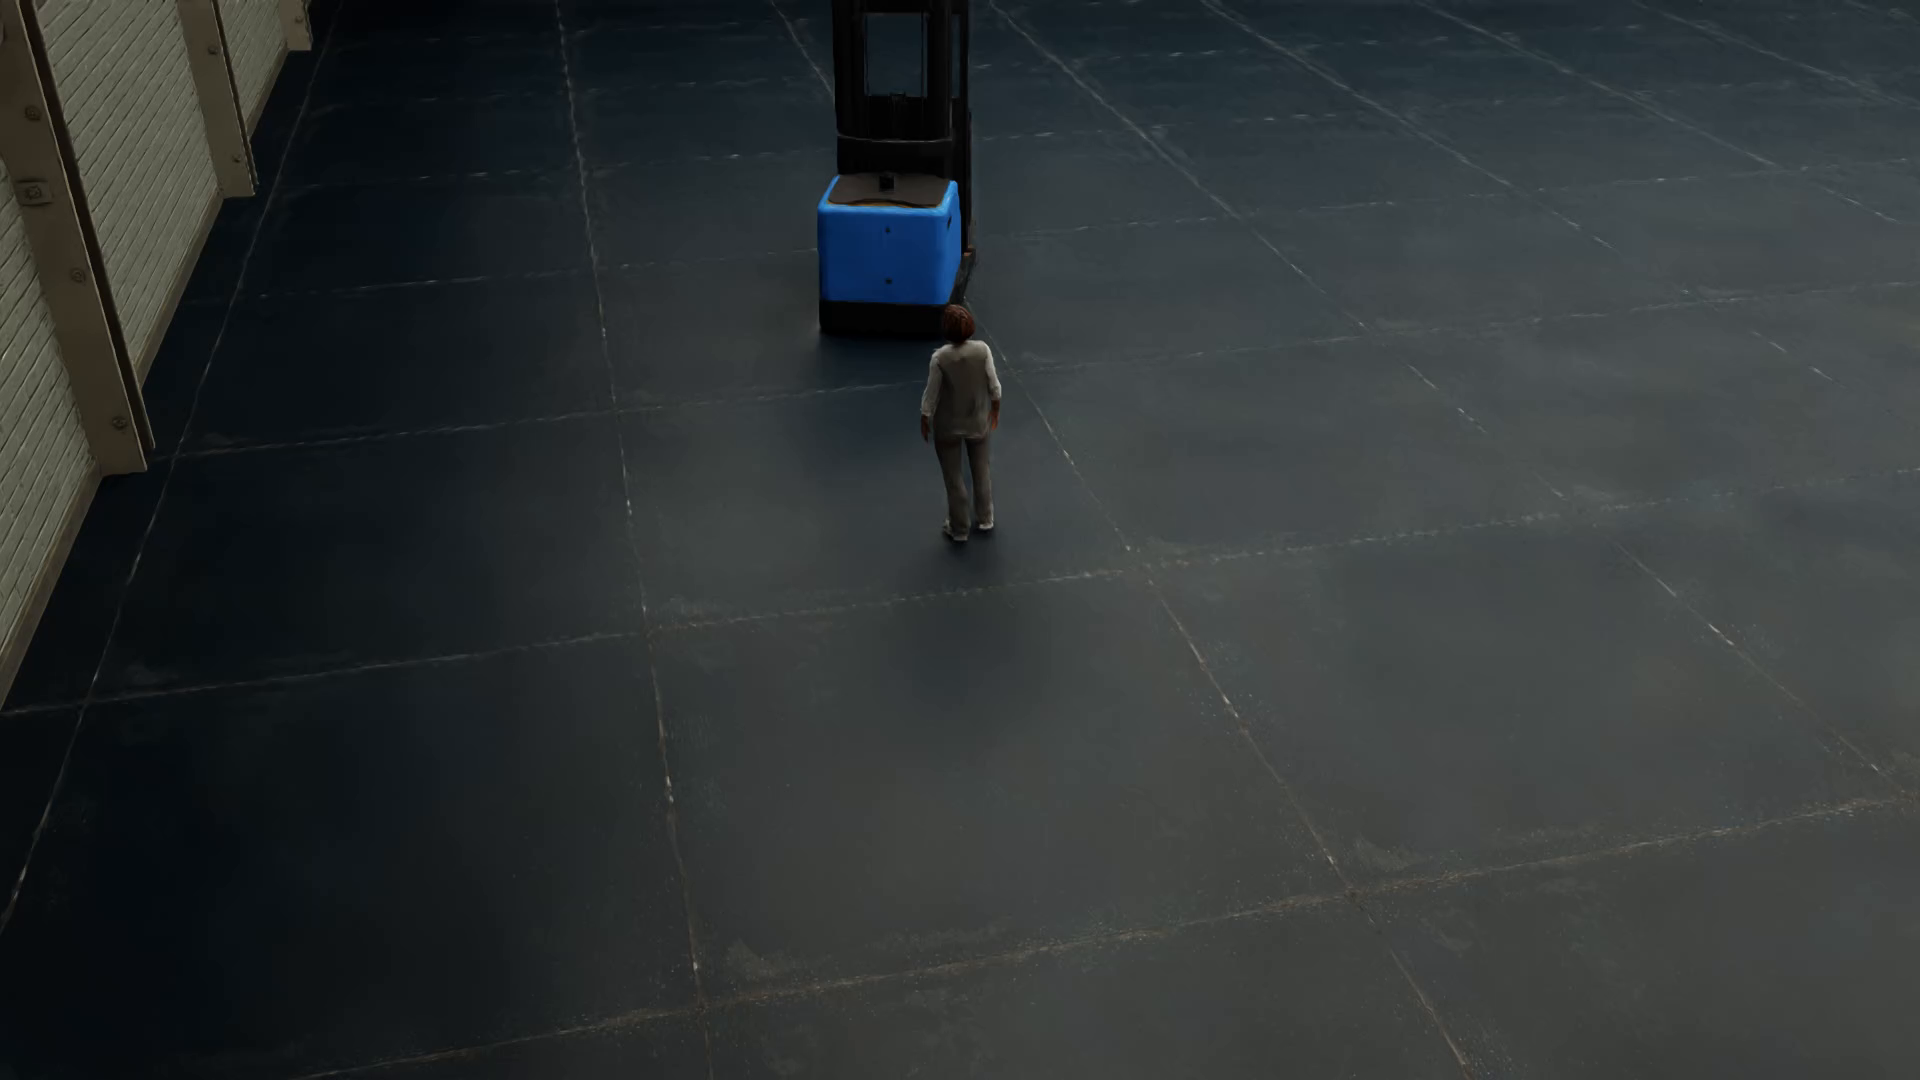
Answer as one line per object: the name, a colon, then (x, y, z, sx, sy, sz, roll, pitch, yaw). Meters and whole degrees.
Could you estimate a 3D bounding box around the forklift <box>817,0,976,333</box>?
forklift: (-0.446, -3.623, 13.833, 1.130, 2.935, 3.031, 3, 30, 6)

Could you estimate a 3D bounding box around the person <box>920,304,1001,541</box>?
person: (-0.004, -0.735, 10.161, 0.521, 1.597, 0.474, -7, 31, -12)
